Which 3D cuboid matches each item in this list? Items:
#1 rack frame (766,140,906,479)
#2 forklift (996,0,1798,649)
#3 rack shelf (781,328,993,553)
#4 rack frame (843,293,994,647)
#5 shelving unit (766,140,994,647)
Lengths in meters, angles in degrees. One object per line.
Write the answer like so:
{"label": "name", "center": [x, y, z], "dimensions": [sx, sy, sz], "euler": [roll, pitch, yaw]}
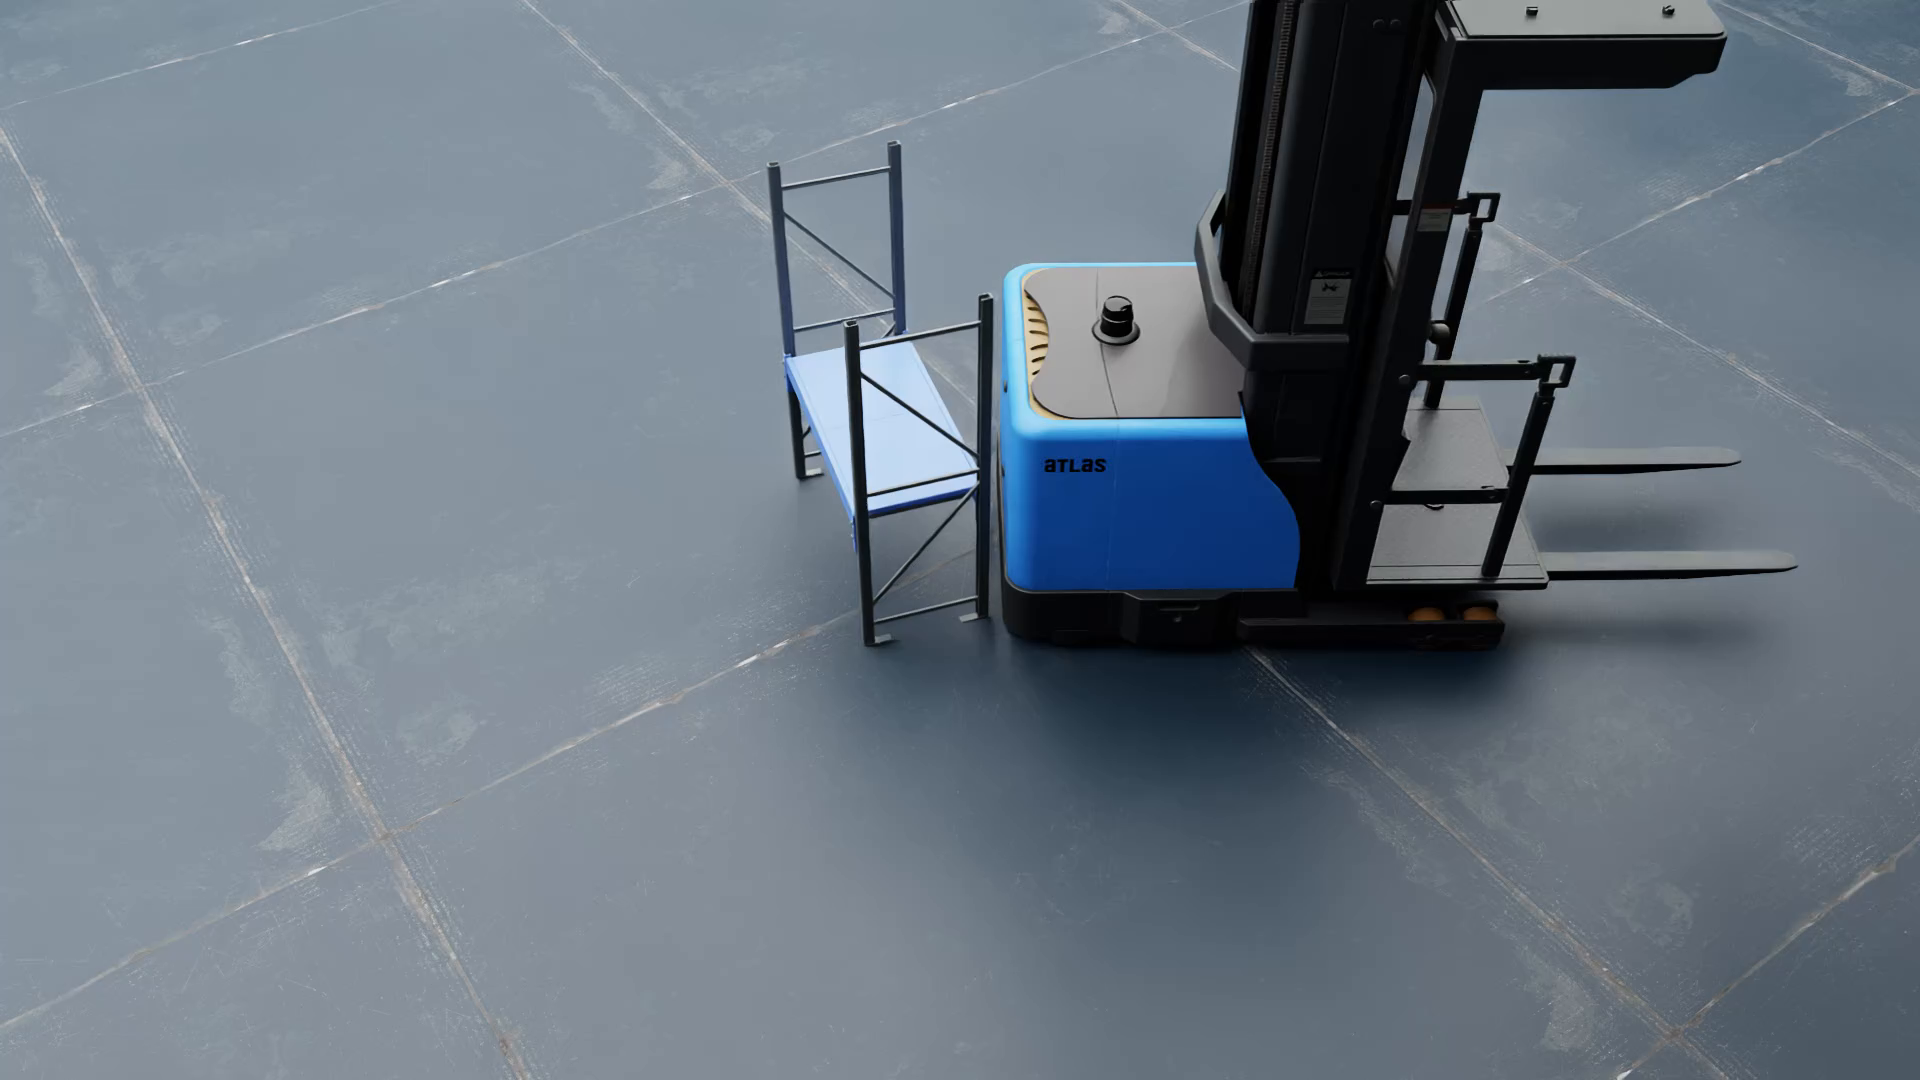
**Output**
{"label": "rack frame", "center": [-0.458, -0.865, 6.569], "dimensions": [0.500, 1.500, 0.032], "euler": [-13, 45, -13]}
{"label": "forklift", "center": [1.672, -1.015, 5.691], "dimensions": [3.031, 2.935, 1.130], "euler": [-1, 44, -1]}
{"label": "rack shelf", "center": [-0.295, -0.402, 6.345], "dimensions": [0.538, 0.185, 1.000], "euler": [-13, 45, -13]}
{"label": "rack frame", "center": [-0.132, -0.200, 5.873], "dimensions": [0.500, 1.500, 0.032], "euler": [-13, 45, -13]}
{"label": "shelving unit", "center": [-0.295, -0.532, 6.221], "dimensions": [0.538, 1.500, 1.048], "euler": [-13, 45, -13]}
